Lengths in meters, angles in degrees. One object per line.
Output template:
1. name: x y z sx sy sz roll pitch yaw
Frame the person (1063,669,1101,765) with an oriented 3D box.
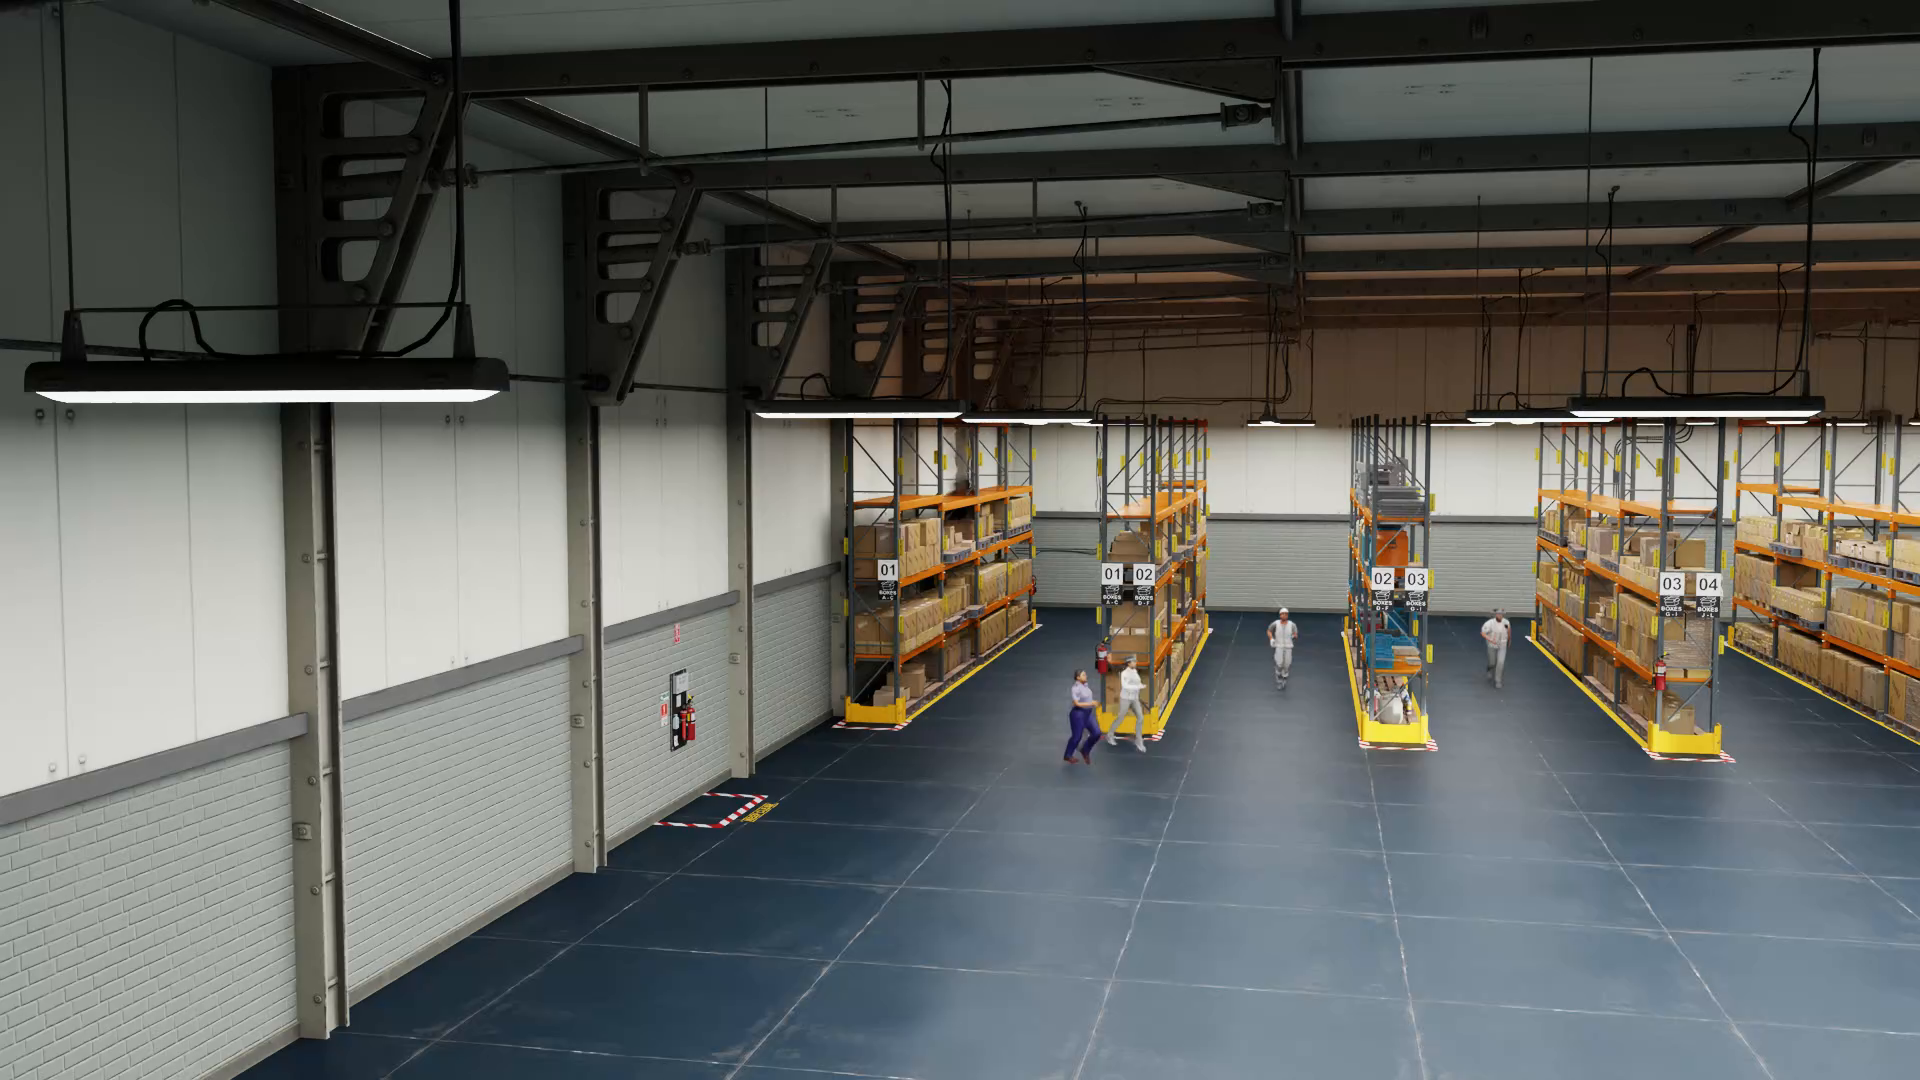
1. person: 2.090 3.020 28.335 0.678 1.656 0.579 3 5 36

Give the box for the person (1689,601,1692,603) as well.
1. person: 19.287 1.875 44.328 0.865 1.772 0.764 -3 5 -38

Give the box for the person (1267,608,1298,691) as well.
1. person: 7.102 2.405 36.515 0.636 1.809 0.680 0 4 3

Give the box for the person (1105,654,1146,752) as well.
1. person: 3.007 2.887 29.773 0.824 1.733 0.624 4 5 43

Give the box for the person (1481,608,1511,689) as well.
1. person: 11.980 2.377 37.142 0.686 1.779 0.983 0 4 2
